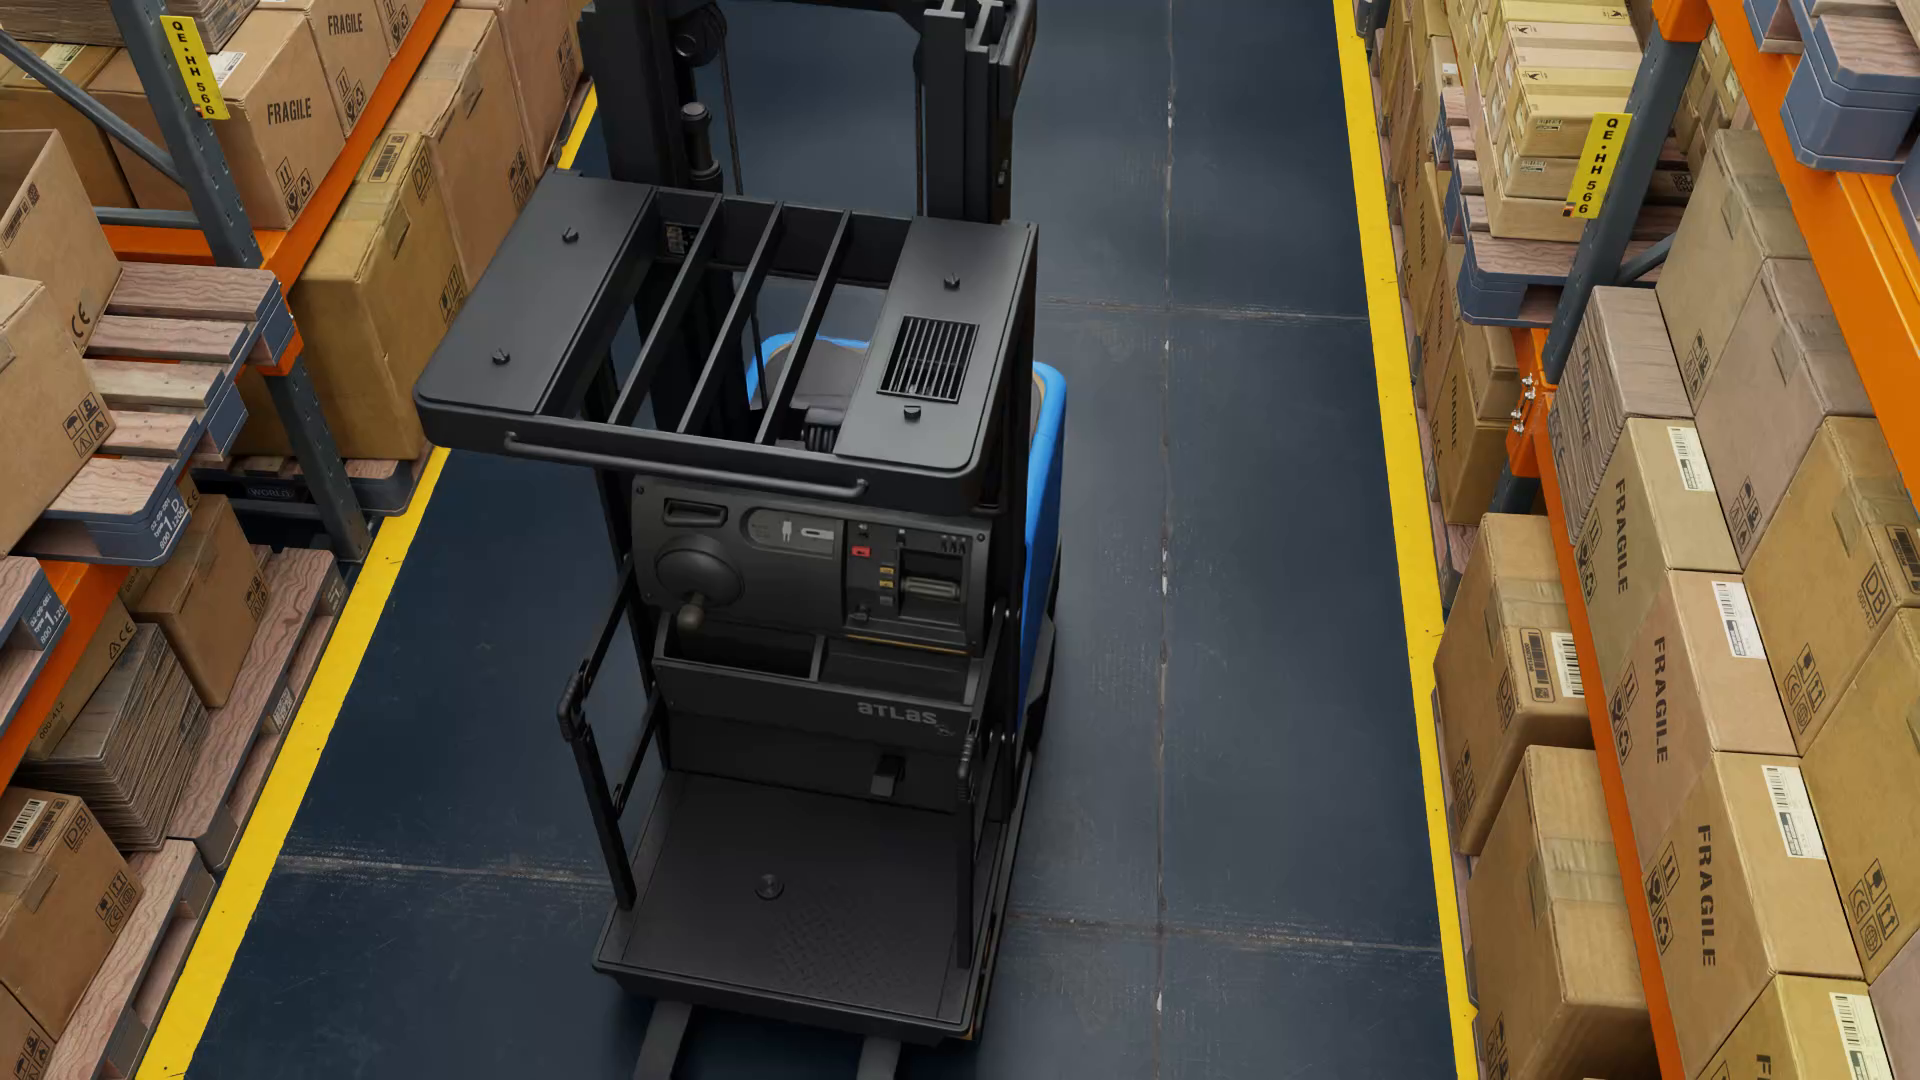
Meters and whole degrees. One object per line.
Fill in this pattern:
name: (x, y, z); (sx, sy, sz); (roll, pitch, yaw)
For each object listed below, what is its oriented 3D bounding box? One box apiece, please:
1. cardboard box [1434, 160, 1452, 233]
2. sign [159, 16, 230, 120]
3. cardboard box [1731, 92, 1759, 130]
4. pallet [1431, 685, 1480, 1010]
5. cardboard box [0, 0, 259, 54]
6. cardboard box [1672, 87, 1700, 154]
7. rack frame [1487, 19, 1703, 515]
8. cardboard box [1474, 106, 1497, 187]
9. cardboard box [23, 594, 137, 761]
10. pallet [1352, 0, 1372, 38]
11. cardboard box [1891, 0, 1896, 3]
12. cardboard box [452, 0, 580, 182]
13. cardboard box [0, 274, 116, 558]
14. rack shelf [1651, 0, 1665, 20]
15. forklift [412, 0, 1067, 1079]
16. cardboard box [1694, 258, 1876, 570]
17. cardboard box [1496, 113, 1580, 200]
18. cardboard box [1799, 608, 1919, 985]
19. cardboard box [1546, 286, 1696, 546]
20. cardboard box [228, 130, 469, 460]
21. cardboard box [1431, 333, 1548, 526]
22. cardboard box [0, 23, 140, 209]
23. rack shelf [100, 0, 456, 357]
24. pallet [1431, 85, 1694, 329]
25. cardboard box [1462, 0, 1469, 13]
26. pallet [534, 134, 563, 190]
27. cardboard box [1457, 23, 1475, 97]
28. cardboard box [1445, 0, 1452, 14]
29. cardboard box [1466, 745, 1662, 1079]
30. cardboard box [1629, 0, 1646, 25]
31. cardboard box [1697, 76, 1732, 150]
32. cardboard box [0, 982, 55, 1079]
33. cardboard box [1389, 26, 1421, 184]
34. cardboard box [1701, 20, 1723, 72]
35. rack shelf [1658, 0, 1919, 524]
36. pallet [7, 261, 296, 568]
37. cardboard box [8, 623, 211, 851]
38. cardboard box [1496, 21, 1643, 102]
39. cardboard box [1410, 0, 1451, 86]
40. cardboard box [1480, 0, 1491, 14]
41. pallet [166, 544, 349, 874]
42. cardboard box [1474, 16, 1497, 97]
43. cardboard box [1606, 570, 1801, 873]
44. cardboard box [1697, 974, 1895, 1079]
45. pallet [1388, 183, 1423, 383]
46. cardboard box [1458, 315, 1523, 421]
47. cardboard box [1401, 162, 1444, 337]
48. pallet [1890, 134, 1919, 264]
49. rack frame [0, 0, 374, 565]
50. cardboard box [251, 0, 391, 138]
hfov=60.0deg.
cardboard box: (2.122, -1.407, 6.405); (0.500, 0.250, 0.500); (5, 48, 4)
sign: (-2.166, -1.333, 4.706); (0.100, 0.325, 0.005); (4, 48, 4)
cardboard box: (2.459, -1.178, 4.777); (0.380, 0.149, 0.250); (4, 48, 4)
pallet: (2.076, 0.925, 5.261); (1.003, 0.211, 1.213); (4, 48, 4)
cardboard box: (-2.624, -1.907, 5.214); (0.797, 0.503, 0.637); (5, 48, 5)
cardboard box: (2.514, -1.358, 5.345); (0.380, 0.149, 0.250); (6, 48, 5)
rack frame: (2.223, -0.591, 4.758); (1.000, 3.000, 0.127); (4, 48, 4)
cardboard box: (1.835, -1.224, 5.222); (0.380, 0.149, 0.250); (4, 48, 3)
cardboard box: (-2.776, 0.328, 4.805); (0.500, 0.250, 0.500); (9, 48, 8)
pallet: (2.614, -3.085, 8.929); (1.003, 0.211, 1.213); (4, 48, 4)
cardboard box: (1.938, -1.232, 3.019); (0.500, 0.311, 0.500); (4, 48, 4)
cardboard box: (-2.461, -2.234, 7.416); (1.225, 0.875, 0.875); (2, 48, 2)
cardboard box: (-2.668, -0.358, 4.192); (0.700, 0.500, 0.500); (10, 48, 9)
rack shelf: (2.405, -2.830, 5.260); (1.077, 0.370, 4.000); (4, 48, 4)
forklift: (-0.423, 0.176, 4.103); (1.130, 2.935, 3.031); (8, 48, 7)
cardboard box: (2.128, -0.261, 3.711); (0.700, 0.500, 0.500); (3, 48, 3)
cardboard box: (1.815, -1.142, 4.946); (0.380, 0.149, 0.250); (5, 48, 4)
cardboard box: (2.037, 0.492, 3.022); (0.700, 0.500, 0.500); (3, 48, 3)
cardboard box: (1.913, -0.313, 4.436); (0.500, 0.500, 0.500); (4, 48, 4)
cardboard box: (-2.623, -0.929, 6.222); (1.225, 0.875, 0.875); (2, 48, 2)
cardboard box: (2.023, -0.390, 5.983); (0.500, 0.500, 0.500); (4, 48, 3)
cardboard box: (-2.909, -1.412, 5.441); (0.500, 0.500, 0.500); (5, 48, 5)
rack shelf: (-2.525, -2.226, 6.740); (1.077, 0.370, 4.000); (4, 48, 4)
pallet: (2.182, -1.057, 5.314); (1.213, 0.211, 1.003); (4, 48, 4)
cardboard box: (1.907, -1.898, 5.637); (0.380, 0.149, 0.250); (4, 48, 3)
pallet: (-2.446, -1.526, 7.503); (1.003, 0.211, 1.213); (4, 48, 4)
cardboard box: (1.884, -1.596, 5.562); (0.380, 0.149, 0.250); (3, 48, 3)
cardboard box: (1.932, -1.983, 5.917); (0.380, 0.149, 0.250); (5, 48, 5)
cardboard box: (2.002, 1.111, 4.441); (1.050, 0.750, 0.750); (5, 48, 4)
cardboard box: (2.584, -1.937, 5.875); (0.380, 0.149, 0.250); (4, 48, 4)
cardboard box: (2.490, -1.289, 5.081); (0.380, 0.149, 0.250); (6, 48, 5)
cardboard box: (-2.881, 1.426, 4.309); (0.700, 0.500, 0.500); (0, 48, 0)
cardboard box: (2.210, -1.914, 7.377); (0.500, 0.500, 0.500); (6, 48, 5)
cardboard box: (2.507, -1.553, 5.120); (0.380, 0.149, 0.250); (4, 48, 3)
rack shelf: (2.041, 0.109, 2.572); (1.077, 0.370, 4.000); (4, 48, 4)
pallet: (-2.666, -0.403, 4.716); (1.213, 0.211, 1.003); (4, 48, 4)
cardboard box: (-2.786, 0.599, 5.066); (0.700, 0.500, 0.500); (0, 48, 0)
cardboard box: (1.836, -1.424, 5.002); (0.380, 0.149, 0.250); (3, 48, 3)
cardboard box: (2.211, -2.165, 7.098); (0.500, 0.250, 0.500); (5, 48, 5)
cardboard box: (1.881, -1.813, 5.358); (0.380, 0.149, 0.250); (5, 48, 5)
pallet: (-2.780, 0.517, 5.635); (1.003, 0.211, 1.213); (4, 48, 4)
cardboard box: (1.859, -1.532, 5.302); (0.380, 0.149, 0.250); (5, 48, 4)
cardboard box: (1.823, 0.431, 3.755); (0.500, 0.500, 0.500); (4, 48, 3)
cardboard box: (1.732, 1.171, 3.079); (0.500, 0.500, 0.500); (4, 48, 4)
pallet: (2.410, -1.118, 7.129); (1.003, 0.211, 1.213); (4, 48, 4)
cardboard box: (2.024, -0.662, 5.724); (0.500, 0.250, 0.500); (3, 48, 3)
cardboard box: (2.106, -1.161, 6.689); (0.500, 0.500, 0.500); (2, 48, 2)
pallet: (2.118, -0.241, 2.533); (1.003, 0.211, 1.213); (6, 48, 5)
rack frame: (-2.707, -0.999, 5.131); (1.000, 3.000, 0.127); (4, 48, 4)
cardboard box: (-2.347, -1.750, 5.750); (0.500, 0.500, 0.500); (3, 48, 2)
